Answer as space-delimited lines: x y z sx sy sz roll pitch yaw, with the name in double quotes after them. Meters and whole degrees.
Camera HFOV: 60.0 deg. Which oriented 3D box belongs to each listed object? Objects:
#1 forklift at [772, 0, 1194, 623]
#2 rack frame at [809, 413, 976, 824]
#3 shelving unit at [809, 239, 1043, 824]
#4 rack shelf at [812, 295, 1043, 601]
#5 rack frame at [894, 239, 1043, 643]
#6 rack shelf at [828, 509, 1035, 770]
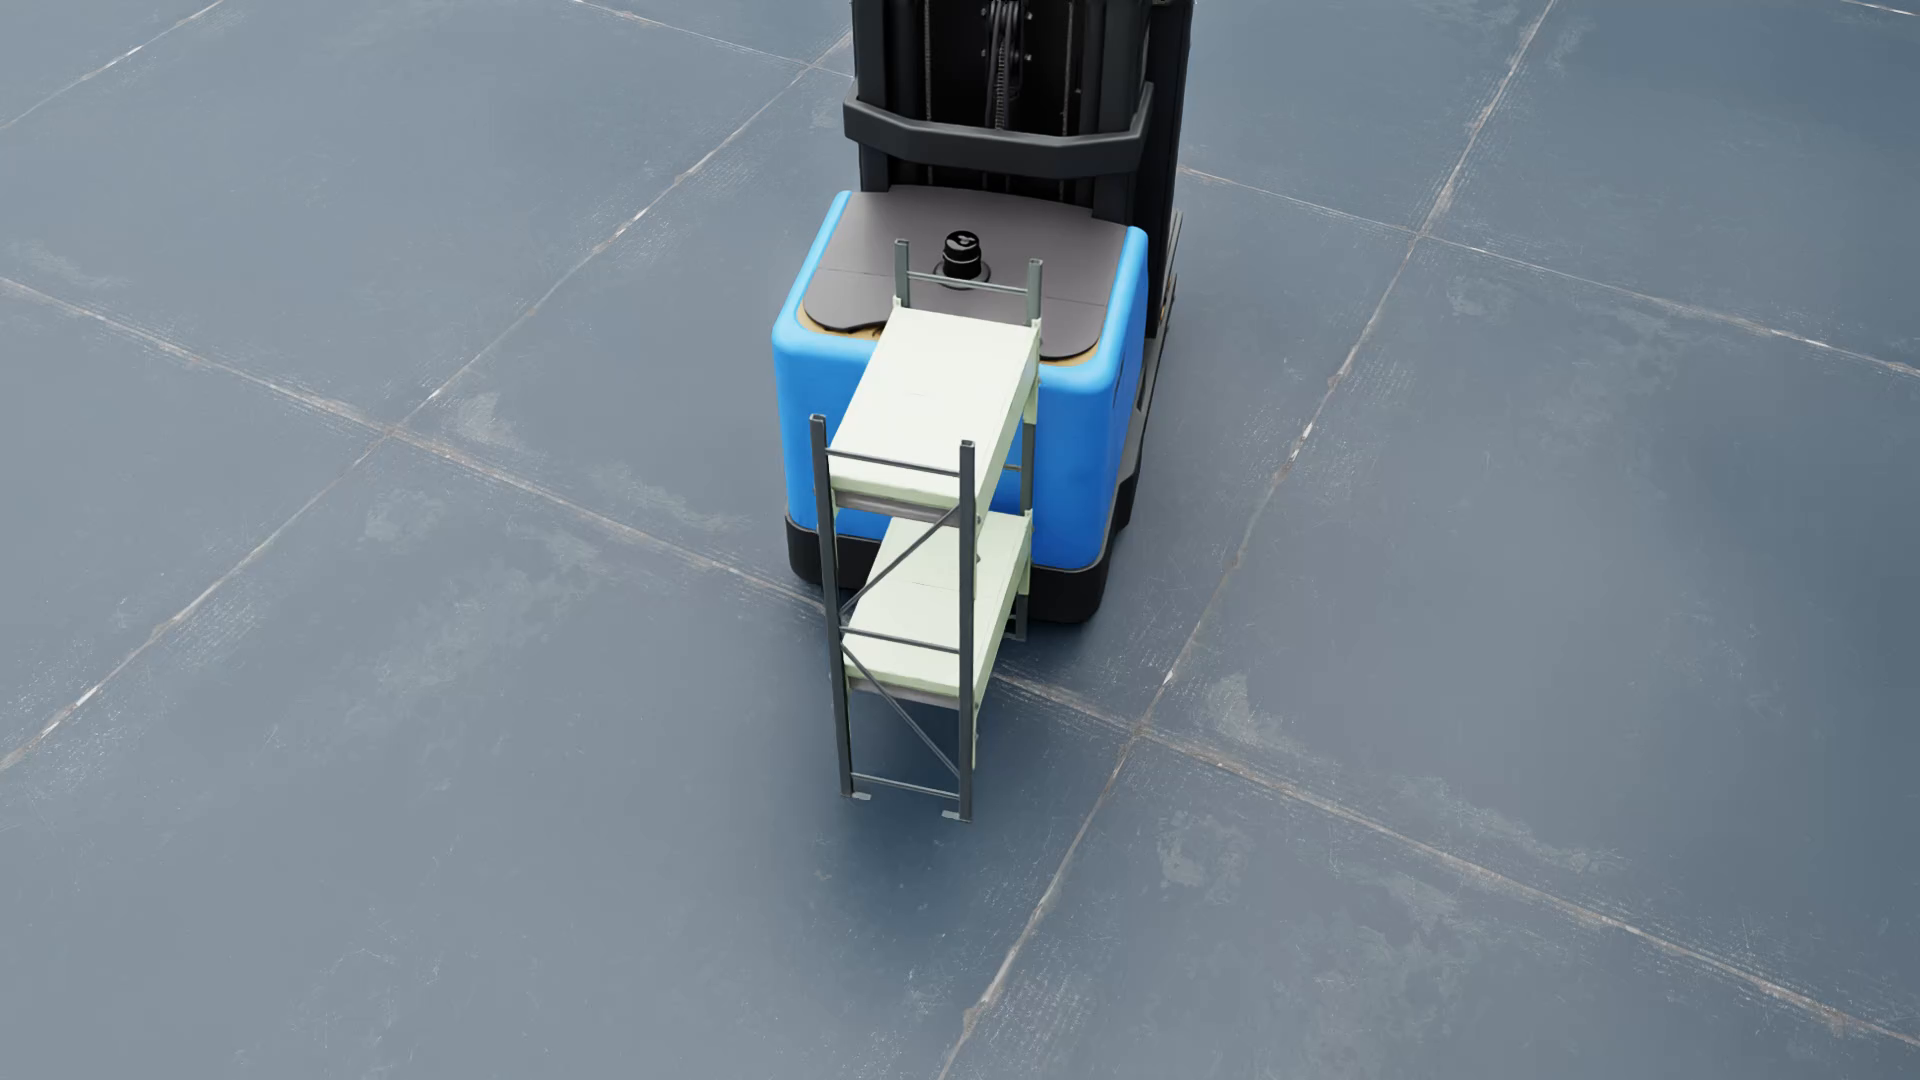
0.245 -1.827 5.495 1.130 2.935 3.031 9 46 9 "forklift"
-0.160 0.270 4.429 0.400 1.500 0.023 10 46 10 "rack frame"
-0.069 0.018 4.678 0.431 1.500 0.755 10 46 10 "shelving unit"
-0.069 -0.257 4.401 0.431 0.370 0.720 10 46 10 "rack shelf"
0.021 -0.235 4.927 0.400 1.500 0.023 10 46 10 "rack frame"
-0.069 0.247 4.910 0.431 0.370 0.720 10 46 10 "rack shelf"
